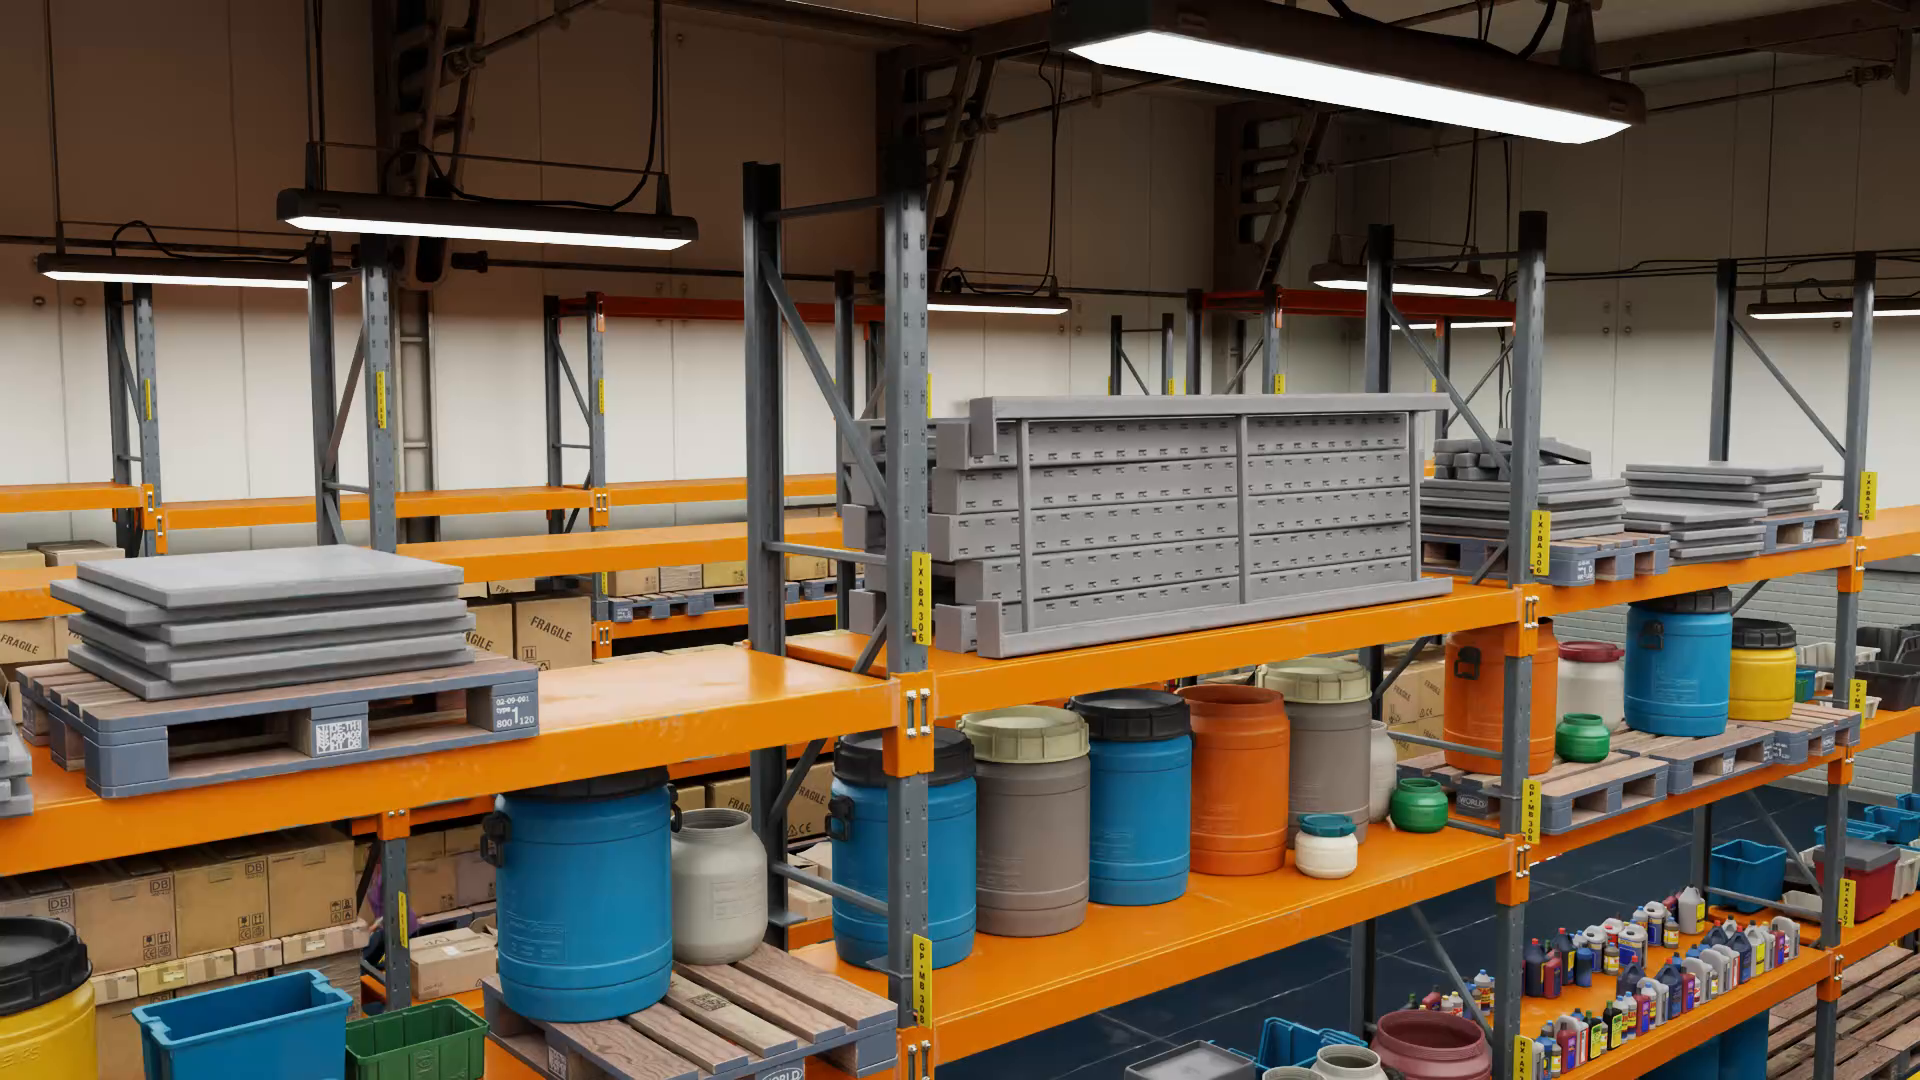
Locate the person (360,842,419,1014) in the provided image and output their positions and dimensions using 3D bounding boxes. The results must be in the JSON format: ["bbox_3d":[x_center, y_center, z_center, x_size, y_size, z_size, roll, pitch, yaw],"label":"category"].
[{"bbox_3d":[-4.523,3.119,13.175,0.775,1.536,0.520,-5,8,-43],"label":"person"}]
